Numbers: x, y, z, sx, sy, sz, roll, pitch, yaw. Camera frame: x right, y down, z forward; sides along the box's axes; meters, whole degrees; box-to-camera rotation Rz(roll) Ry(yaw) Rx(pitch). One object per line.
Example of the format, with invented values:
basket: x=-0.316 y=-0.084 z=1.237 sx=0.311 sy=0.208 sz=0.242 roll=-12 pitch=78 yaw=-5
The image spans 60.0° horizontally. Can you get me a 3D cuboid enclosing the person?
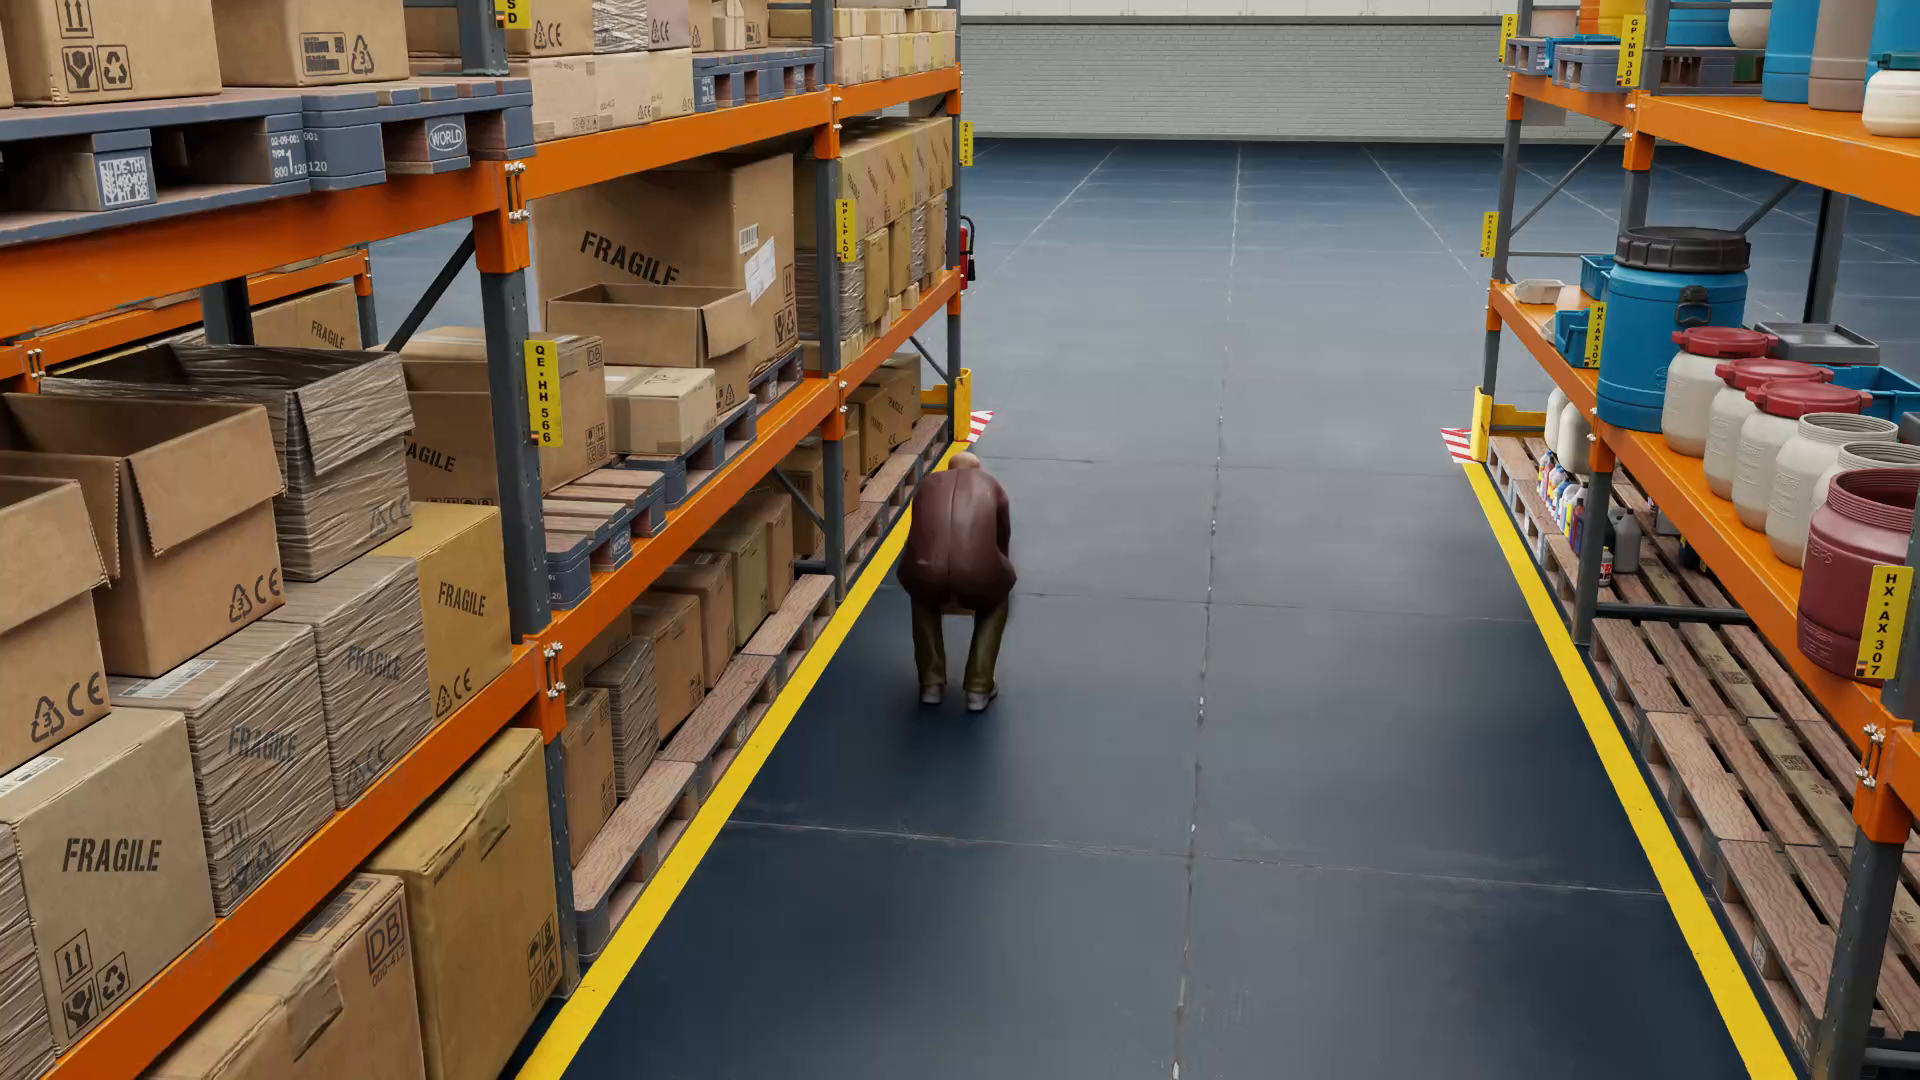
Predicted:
person: x=-0.001 y=0.198 z=8.098 sx=0.581 sy=1.083 sz=0.941 roll=2 pitch=18 yaw=6
